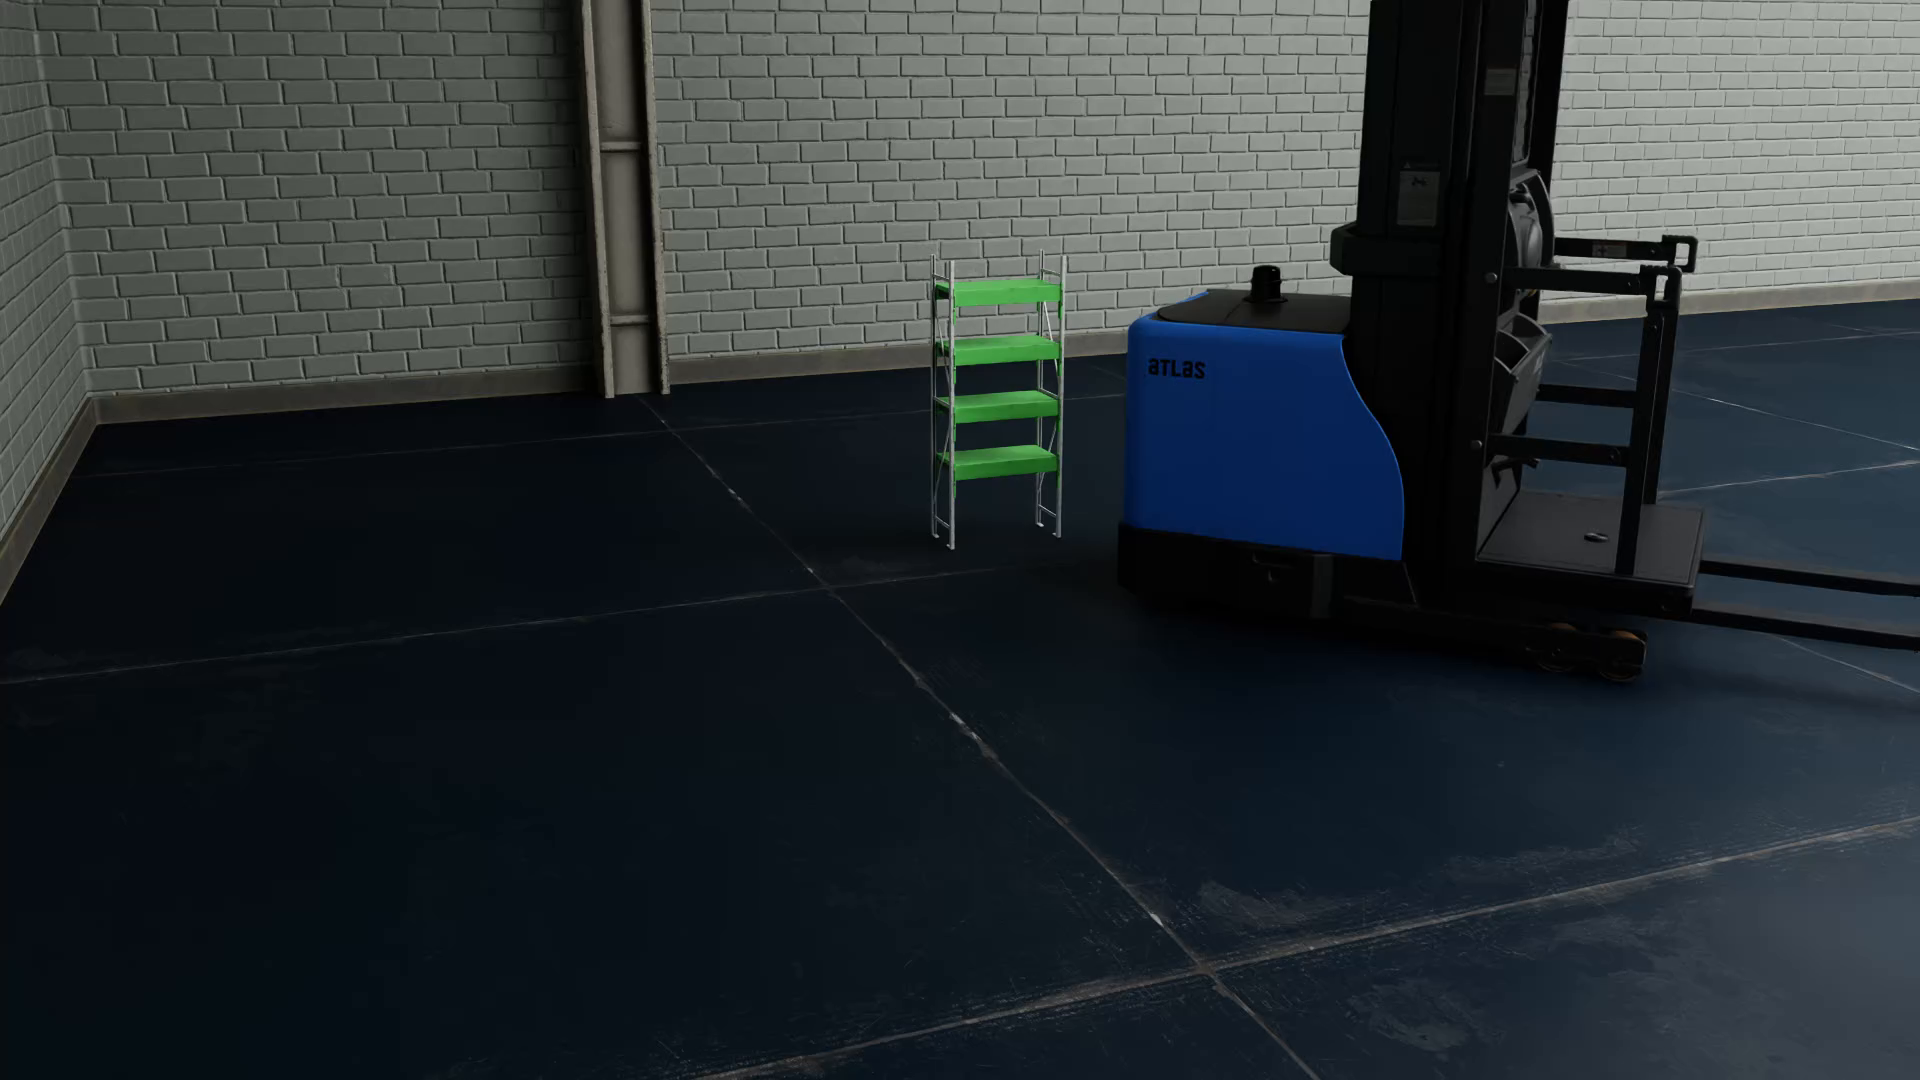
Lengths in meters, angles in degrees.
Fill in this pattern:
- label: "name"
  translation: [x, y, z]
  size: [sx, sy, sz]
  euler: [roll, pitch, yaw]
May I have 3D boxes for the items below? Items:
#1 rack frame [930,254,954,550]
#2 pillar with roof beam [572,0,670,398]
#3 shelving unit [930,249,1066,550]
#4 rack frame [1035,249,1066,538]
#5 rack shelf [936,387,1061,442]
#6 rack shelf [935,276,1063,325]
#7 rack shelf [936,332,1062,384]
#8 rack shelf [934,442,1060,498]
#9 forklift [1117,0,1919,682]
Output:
- label: "rack frame"
  translation: [-0.073, -0.568, 6.902]
  size: [0.015, 1.200, 0.240]
  euler: [-6, 17, -20]
- label: "pillar with roof beam"
  translation: [-0.467, -4.099, 5.084]
  size: [0.400, 9.000, 9.100]
  euler: [-6, 17, -20]
- label: "shelving unit"
  translation: [0.155, -0.592, 6.986]
  size: [0.503, 1.200, 0.258]
  euler: [-6, 17, -20]
- label: "rack frame"
  translation: [0.382, -0.617, 7.070]
  size: [0.015, 1.200, 0.240]
  euler: [-6, 17, -20]
- label: "rack shelf"
  translation: [0.155, -0.531, 7.004]
  size: [0.480, 0.148, 0.258]
  euler: [-6, 17, -20]
- label: "rack shelf"
  translation: [0.155, -0.992, 6.869]
  size: [0.480, 0.148, 0.258]
  euler: [-6, 17, -20]
- label: "rack shelf"
  translation: [0.155, -0.761, 6.936]
  size: [0.480, 0.148, 0.258]
  euler: [-6, 17, -20]
- label: "rack shelf"
  translation: [0.155, -0.301, 7.072]
  size: [0.480, 0.148, 0.258]
  euler: [-6, 17, -20]
- label: "forklift"
  translation: [2.150, -1.108, 5.668]
  size: [3.031, 2.935, 1.130]
  euler: [8, 18, 25]
